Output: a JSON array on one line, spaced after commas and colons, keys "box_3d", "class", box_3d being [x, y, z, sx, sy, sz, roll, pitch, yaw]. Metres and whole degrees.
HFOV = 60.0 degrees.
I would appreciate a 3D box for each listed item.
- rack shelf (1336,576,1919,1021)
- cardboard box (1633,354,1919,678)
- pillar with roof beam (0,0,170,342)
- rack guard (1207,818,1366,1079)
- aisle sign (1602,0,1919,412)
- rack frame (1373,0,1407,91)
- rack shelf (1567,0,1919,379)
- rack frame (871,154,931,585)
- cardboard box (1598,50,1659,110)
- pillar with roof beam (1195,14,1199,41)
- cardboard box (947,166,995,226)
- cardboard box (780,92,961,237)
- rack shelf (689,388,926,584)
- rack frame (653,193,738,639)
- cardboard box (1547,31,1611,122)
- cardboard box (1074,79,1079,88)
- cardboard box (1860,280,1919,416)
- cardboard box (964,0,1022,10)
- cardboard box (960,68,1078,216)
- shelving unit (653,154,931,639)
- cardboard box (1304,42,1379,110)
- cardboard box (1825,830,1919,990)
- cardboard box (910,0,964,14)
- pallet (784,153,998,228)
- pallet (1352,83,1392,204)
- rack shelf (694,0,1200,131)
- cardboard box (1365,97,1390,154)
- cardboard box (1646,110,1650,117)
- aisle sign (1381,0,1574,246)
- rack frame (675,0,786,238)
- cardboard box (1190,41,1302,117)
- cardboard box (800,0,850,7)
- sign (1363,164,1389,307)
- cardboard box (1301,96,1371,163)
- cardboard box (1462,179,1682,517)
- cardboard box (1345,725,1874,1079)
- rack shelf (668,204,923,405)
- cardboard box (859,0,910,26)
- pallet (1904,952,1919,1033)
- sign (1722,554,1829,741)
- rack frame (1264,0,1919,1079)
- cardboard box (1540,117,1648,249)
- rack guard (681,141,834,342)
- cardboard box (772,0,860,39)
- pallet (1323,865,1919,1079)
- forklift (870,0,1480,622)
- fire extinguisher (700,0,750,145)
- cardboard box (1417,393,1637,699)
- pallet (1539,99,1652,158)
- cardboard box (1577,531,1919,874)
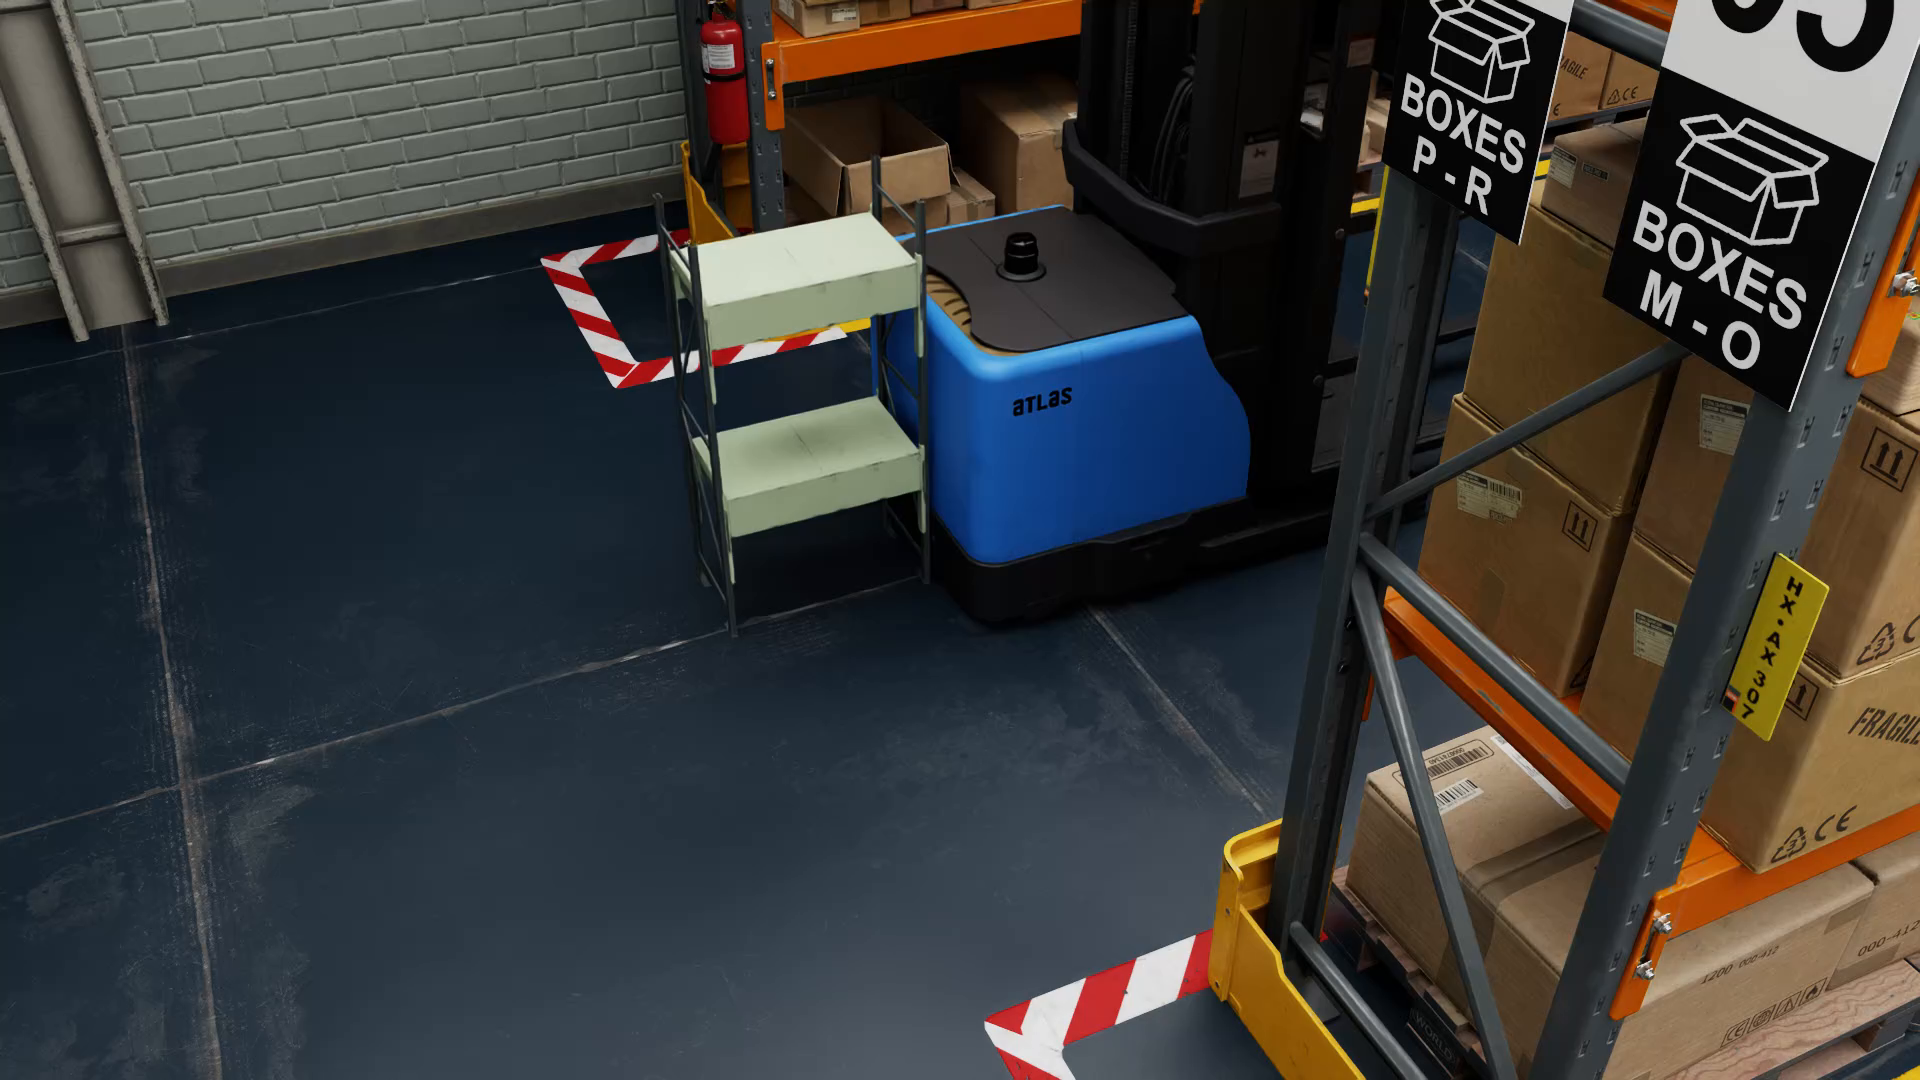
[{"box_3d": [2.900, 0.039, 4.283, 4.000, 0.370, 1.077, -16, 39, -20], "class": "rack shelf"}, {"box_3d": [1.645, -0.153, 3.015, 0.500, 0.500, 0.500, -16, 40, -21], "class": "cardboard box"}, {"box_3d": [-2.017, -2.311, 1.812, 0.400, 9.000, 9.100, -16, 39, -20], "class": "pillar with roof beam"}, {"box_3d": [1.068, 1.266, 4.123, 0.348, 0.500, 1.175, -16, 39, -20], "class": "rack guard"}, {"box_3d": [1.148, -0.613, 2.377, 0.004, 0.787, 0.394, -16, 39, -20], "class": "aisle sign"}, {"box_3d": [2.598, -3.432, 8.359, 0.127, 3.000, 1.000, -16, 39, -20], "class": "rack frame"}, {"box_3d": [2.900, -1.166, 3.390, 4.000, 0.370, 1.077, -16, 39, -20], "class": "rack shelf"}, {"box_3d": [-0.199, -0.549, 5.732, 0.023, 1.500, 0.400, -15, 39, -19], "class": "rack frame"}, {"box_3d": [3.609, -2.738, 9.169, 0.500, 0.500, 0.500, -16, 40, -21], "class": "cardboard box"}, {"box_3d": [3.414, -3.830, 3.860, 0.400, 9.000, 9.100, -16, 39, -20], "class": "pillar with roof beam"}, {"box_3d": [-0.028, -1.633, 7.975, 0.250, 0.149, 0.380, -17, 40, -22], "class": "cardboard box"}, {"box_3d": [-0.429, -1.689, 7.753, 0.637, 0.503, 0.797, -17, 40, -22], "class": "cardboard box"}, {"box_3d": [-0.533, -0.197, 5.804, 0.720, 0.370, 0.431, -15, 39, -19], "class": "rack shelf"}, {"box_3d": [-0.866, -0.369, 5.489, 0.023, 1.500, 0.400, -15, 39, -19], "class": "rack frame"}, {"box_3d": [3.132, -2.598, 8.980, 0.500, 0.500, 0.500, -14, 39, -18], "class": "cardboard box"}, {"box_3d": [0.883, -1.963, 8.125, 0.500, 0.500, 0.500, -15, 39, -19], "class": "cardboard box"}, {"box_3d": [1.529, -0.386, 2.785, 0.250, 0.149, 0.380, -15, 39, -19], "class": "cardboard box"}, {"box_3d": [0.080, -2.459, 7.259, 0.250, 0.149, 0.380, -14, 39, -19], "class": "cardboard box"}, {"box_3d": [0.361, -1.883, 8.017, 0.500, 0.500, 0.700, -14, 39, -18], "class": "cardboard box"}, {"box_3d": [-0.533, -0.459, 5.610, 0.755, 1.500, 0.431, -15, 39, -19], "class": "shelving unit"}, {"box_3d": [1.900, -2.481, 8.981, 0.500, 0.311, 0.500, -14, 39, -18], "class": "cardboard box"}, {"box_3d": [2.469, 0.660, 4.641, 0.875, 0.438, 0.875, -15, 39, -19], "class": "cardboard box"}, {"box_3d": [-0.175, -2.428, 7.217, 0.250, 0.149, 0.380, -16, 40, -21], "class": "cardboard box"}, {"box_3d": [-0.233, -1.521, 8.124, 1.213, 0.211, 1.003, -16, 39, -20], "class": "pallet"}, {"box_3d": [1.976, -2.139, 8.956, 1.213, 0.211, 1.003, -16, 39, -20], "class": "pallet"}, {"box_3d": [0.788, -2.637, 7.891, 4.000, 0.370, 1.077, -16, 39, -20], "class": "rack shelf"}, {"box_3d": [2.219, -2.156, 8.680, 0.250, 0.149, 0.380, -17, 40, -21], "class": "cardboard box"}, {"box_3d": [1.549, -0.722, 3.238, 0.250, 0.149, 0.380, -15, 39, -19], "class": "cardboard box"}, {"box_3d": [0.893, -0.937, 2.813, 0.004, 0.787, 0.394, -16, 39, -20], "class": "aisle sign"}, {"box_3d": [-1.023, -2.419, 6.994, 0.127, 3.000, 1.000, -16, 39, -20], "class": "rack frame"}, {"box_3d": [1.301, -2.146, 8.371, 0.500, 0.500, 0.700, -17, 40, -22], "class": "cardboard box"}, {"box_3d": [-0.498, -2.448, 6.909, 0.500, 0.250, 0.500, -15, 39, -20], "class": "cardboard box"}, {"box_3d": [0.872, -0.600, 3.370, 0.005, 0.325, 0.100, -16, 39, -20], "class": "sign"}, {"box_3d": [1.895, -2.113, 8.523, 0.258, 0.266, 0.396, -14, 39, -18], "class": "cardboard box"}, {"box_3d": [1.425, -0.436, 3.396, 0.500, 0.500, 0.500, -14, 39, -18], "class": "cardboard box"}, {"box_3d": [1.645, 0.896, 4.323, 0.875, 0.438, 0.875, -17, 40, -21], "class": "cardboard box"}, {"box_3d": [-0.533, -0.773, 5.378, 0.720, 0.370, 0.431, -15, 39, -19], "class": "rack shelf"}, {"box_3d": [-0.398, -2.343, 7.102, 0.250, 0.149, 0.380, -15, 39, -19], "class": "cardboard box"}, {"box_3d": [2.883, 0.825, 4.960, 1.213, 0.211, 1.003, -16, 39, -20], "class": "pallet"}, {"box_3d": [1.320, 0.178, 2.699, 0.005, 0.325, 0.100, -16, 39, -20], "class": "sign"}, {"box_3d": [1.090, 0.256, 3.386, 0.127, 3.000, 1.000, -16, 39, -20], "class": "rack frame"}, {"box_3d": [1.329, -0.645, 3.134, 0.250, 0.149, 0.380, -15, 39, -19], "class": "cardboard box"}, {"box_3d": [-0.954, -1.435, 7.765, 0.348, 0.500, 1.175, -16, 39, -20], "class": "rack guard"}, {"box_3d": [-0.609, -2.254, 6.982, 0.250, 0.149, 0.380, -16, 39, -20], "class": "cardboard box"}, {"box_3d": [1.780, 1.132, 4.547, 1.213, 0.211, 1.003, -16, 39, -20], "class": "pallet"}, {"box_3d": [1.222, -1.474, 5.777, 3.031, 2.935, 1.130, -15, 39, -19], "class": "forklift"}, {"box_3d": [-0.960, -1.952, 6.742, 0.183, 0.674, 0.296, -16, 39, -20], "class": "fire extinguisher"}, {"box_3d": [1.414, -0.049, 3.714, 0.500, 0.500, 0.500, -15, 39, -20], "class": "cardboard box"}, {"box_3d": [3.318, -2.538, 9.495, 1.213, 0.211, 1.003, -16, 39, -20], "class": "pallet"}, {"box_3d": [1.646, 0.250, 3.312, 0.500, 0.500, 0.500, -16, 39, -20], "class": "cardboard box"}]
